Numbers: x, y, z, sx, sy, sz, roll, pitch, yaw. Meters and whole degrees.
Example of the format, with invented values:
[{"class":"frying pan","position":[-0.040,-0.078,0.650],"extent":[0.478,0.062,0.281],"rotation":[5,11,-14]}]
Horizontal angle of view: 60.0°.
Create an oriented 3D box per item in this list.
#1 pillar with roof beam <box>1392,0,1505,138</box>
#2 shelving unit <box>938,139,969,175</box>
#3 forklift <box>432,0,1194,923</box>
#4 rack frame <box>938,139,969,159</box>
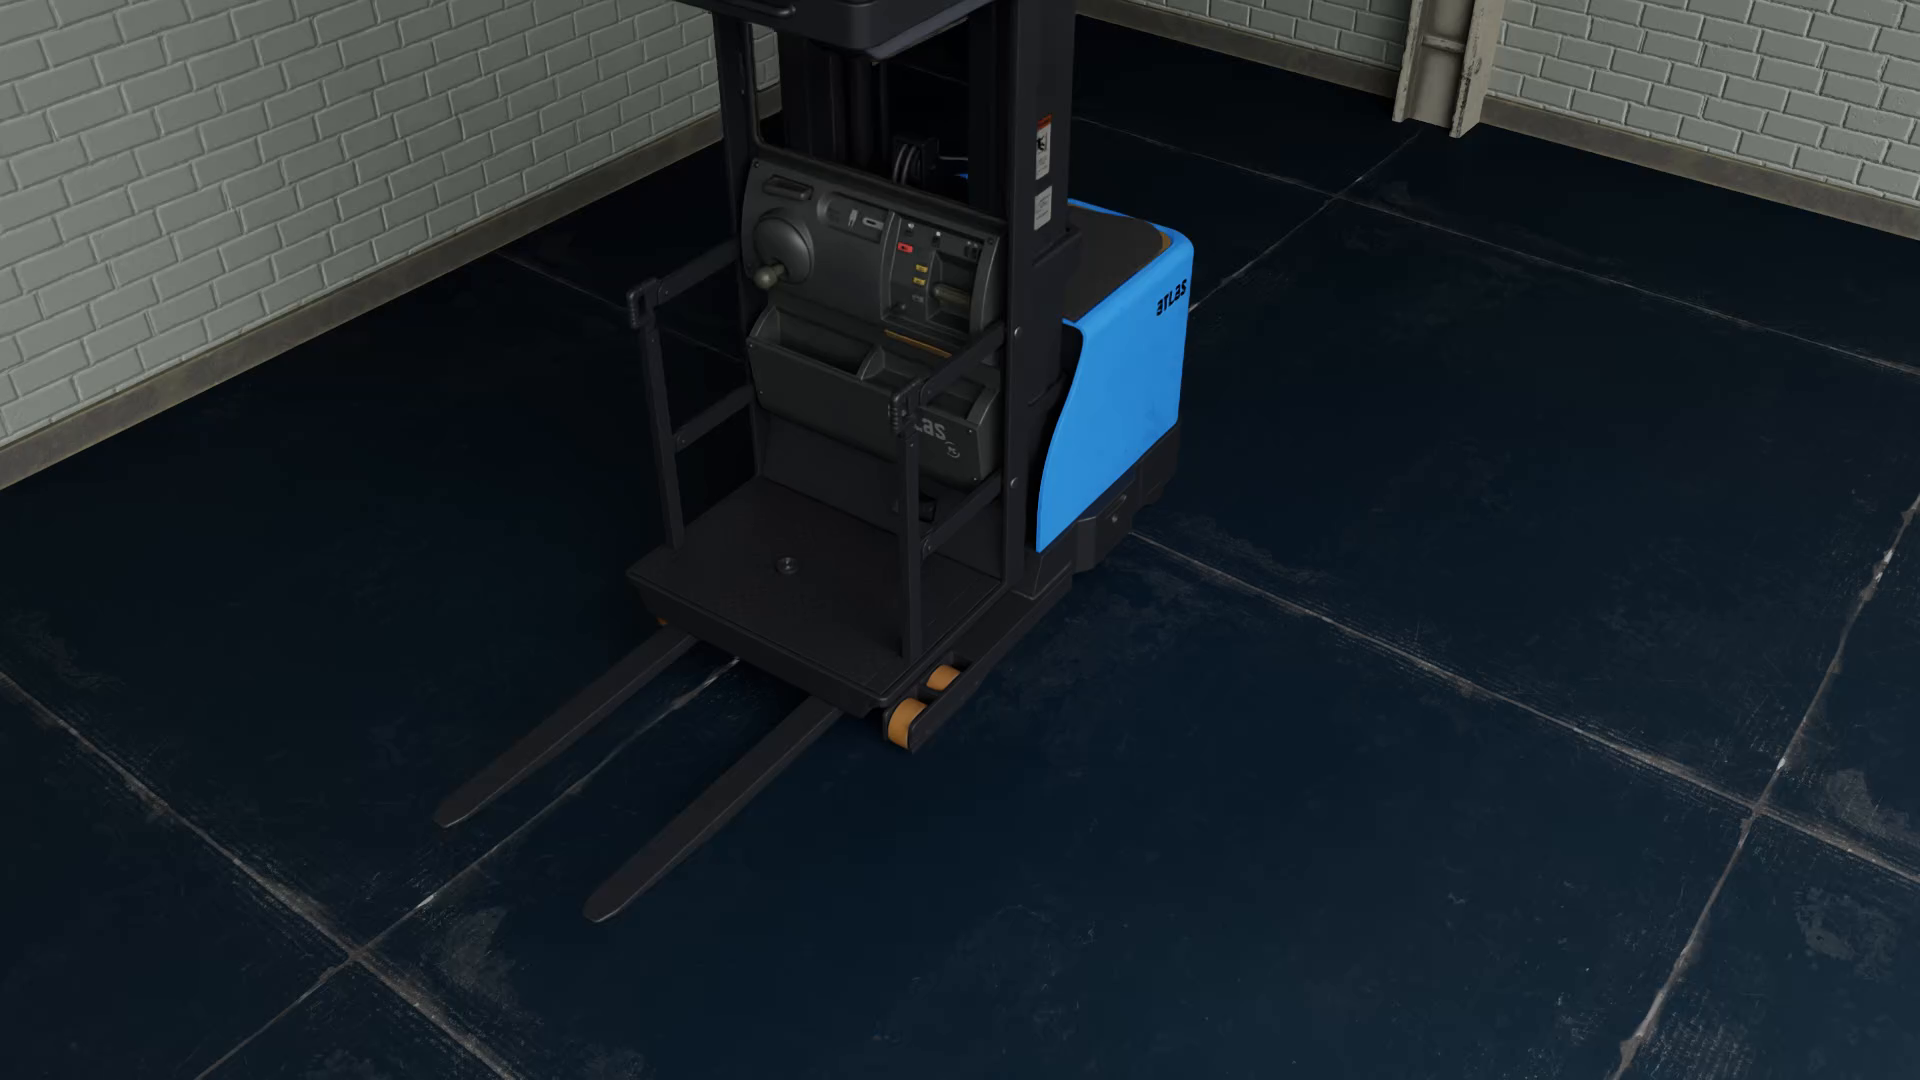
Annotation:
[{"class":"pillar with roof beam","position":[0.027,-3.767,3.762],"extent":[0.400,9.000,9.100],"rotation":[25,45,29]},{"class":"shelving unit","position":[-0.007,-1.089,6.789],"extent":[0.215,1.050,0.252],"rotation":[2,38,3]},{"class":"forklift","position":[-0.406,-0.814,4.913],"extent":[1.130,2.935,3.031],"rotation":[23,44,27]},{"class":"rack frame","position":[0.000,-1.164,6.885],"extent":[0.200,1.050,0.008],"rotation":[2,38,3]}]
